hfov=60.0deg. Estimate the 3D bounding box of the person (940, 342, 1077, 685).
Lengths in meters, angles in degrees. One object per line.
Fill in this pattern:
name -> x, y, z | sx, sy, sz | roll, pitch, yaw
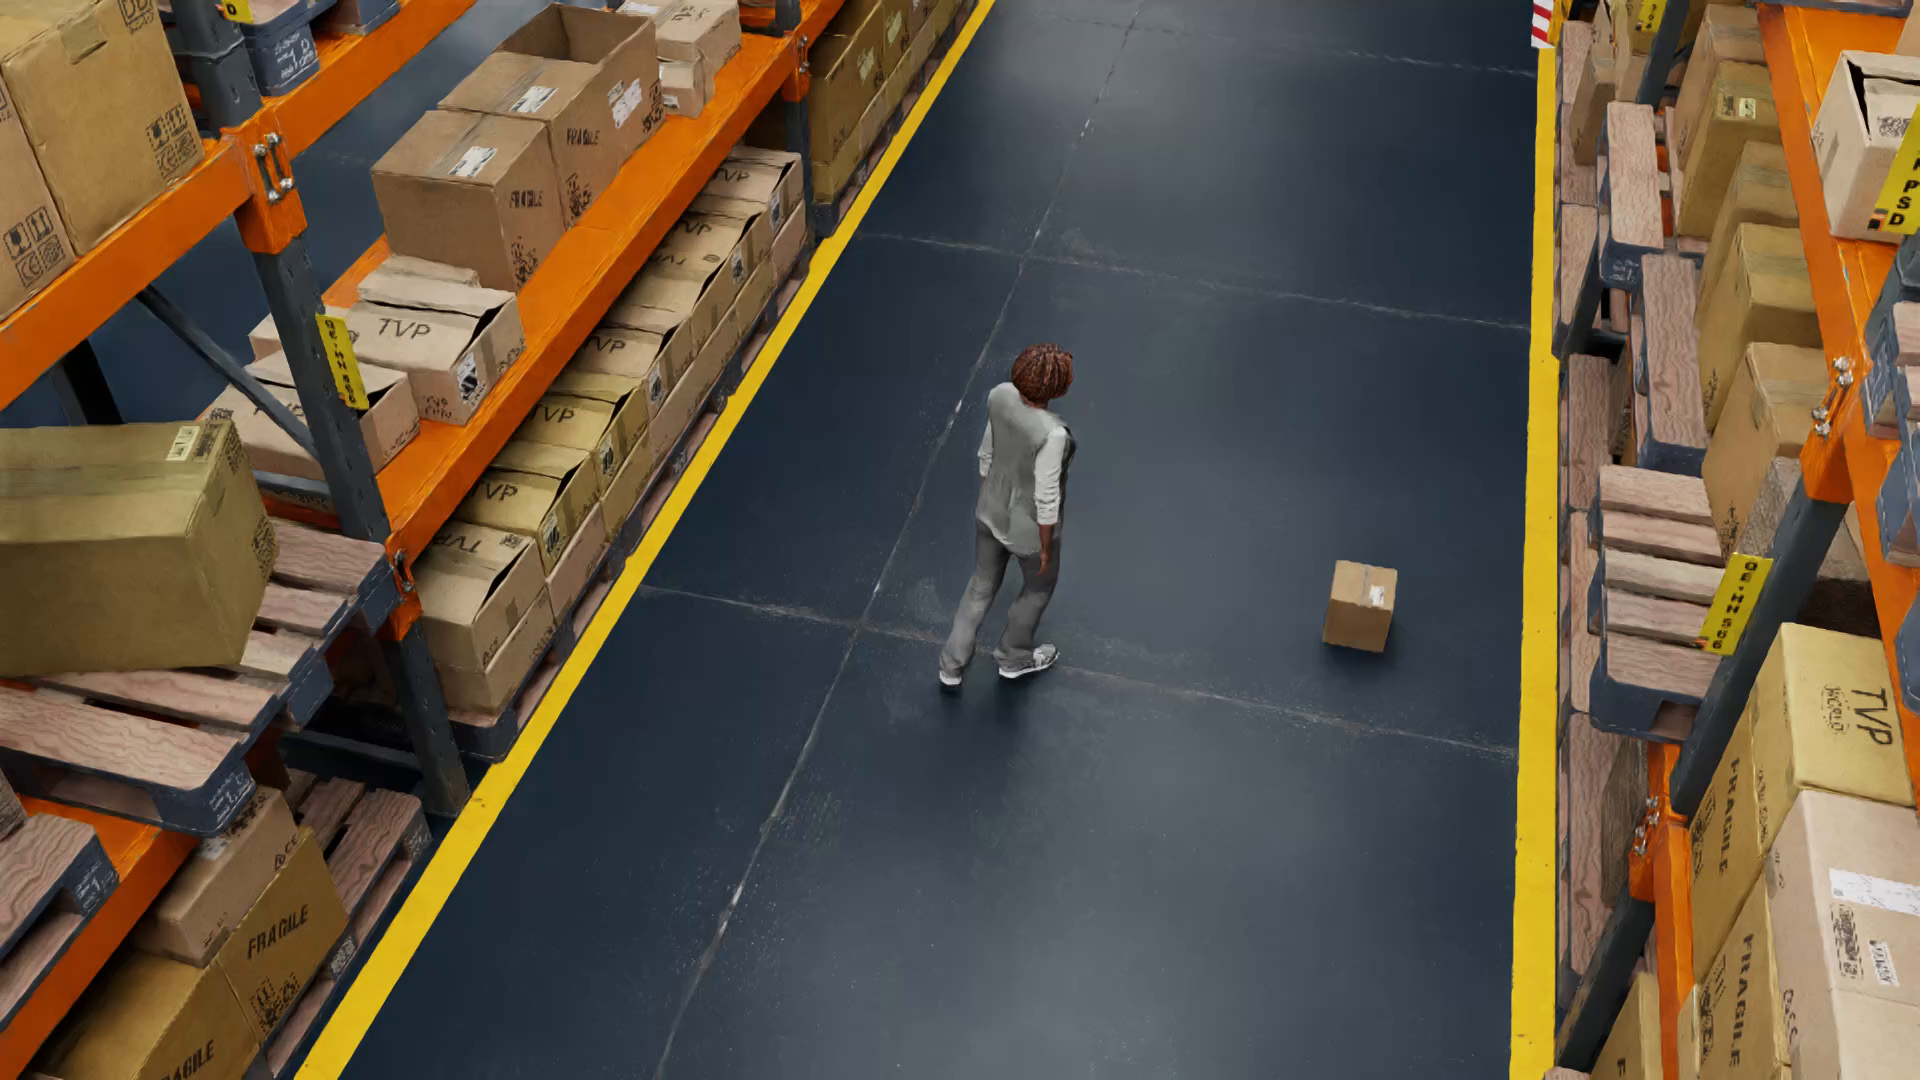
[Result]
person -> 0.165, -0.049, 6.224 | 0.507, 1.587, 0.459 | -28, 49, -28
